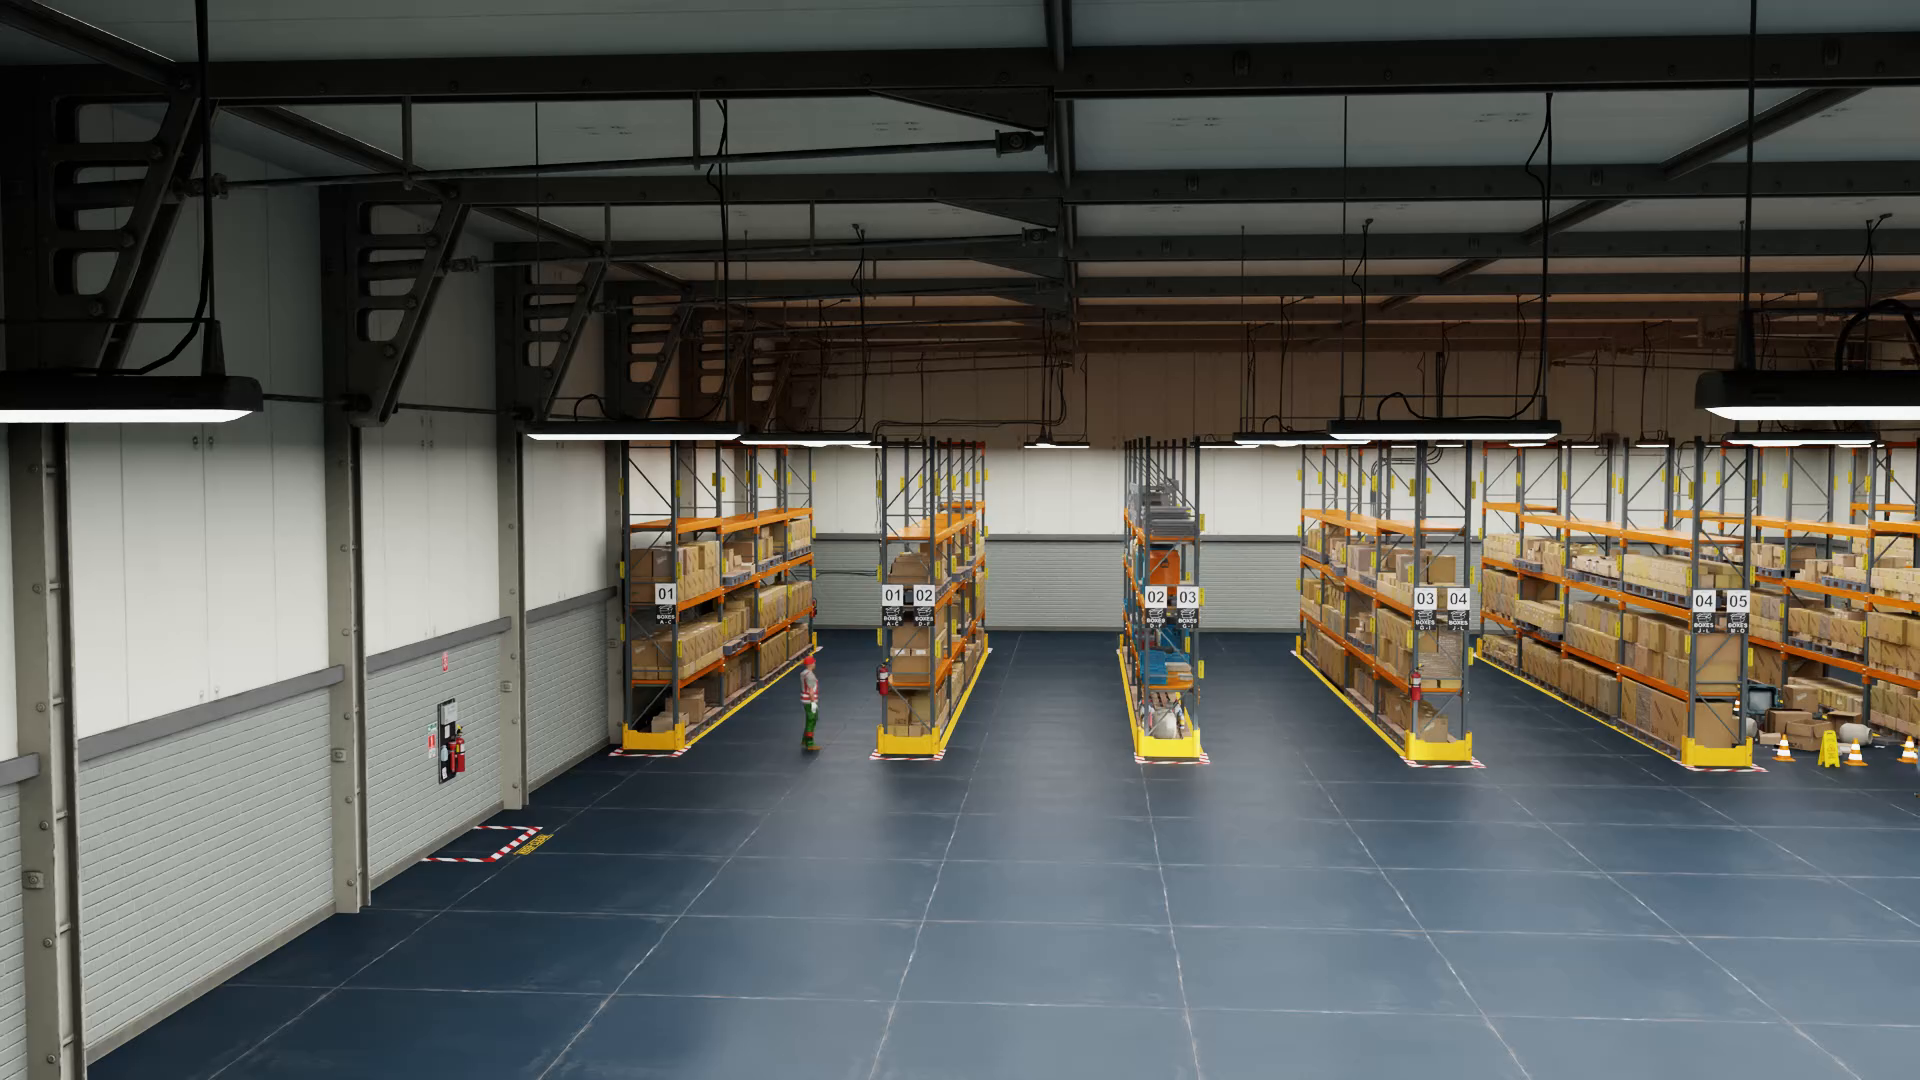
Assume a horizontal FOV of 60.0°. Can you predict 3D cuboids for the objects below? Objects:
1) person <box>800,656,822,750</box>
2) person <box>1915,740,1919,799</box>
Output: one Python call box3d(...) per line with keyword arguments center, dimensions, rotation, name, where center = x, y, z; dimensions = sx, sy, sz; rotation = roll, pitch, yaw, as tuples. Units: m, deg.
box3d(center=(-2.864, 3.138, 31.916), dimensions=(0.374, 1.822, 0.648), rotation=(-1, 3, -17), name="person")
box3d(center=(15.884, 3.390, 27.121), dimensions=(0.445, 1.797, 0.667), rotation=(-1, 3, -21), name="person")
